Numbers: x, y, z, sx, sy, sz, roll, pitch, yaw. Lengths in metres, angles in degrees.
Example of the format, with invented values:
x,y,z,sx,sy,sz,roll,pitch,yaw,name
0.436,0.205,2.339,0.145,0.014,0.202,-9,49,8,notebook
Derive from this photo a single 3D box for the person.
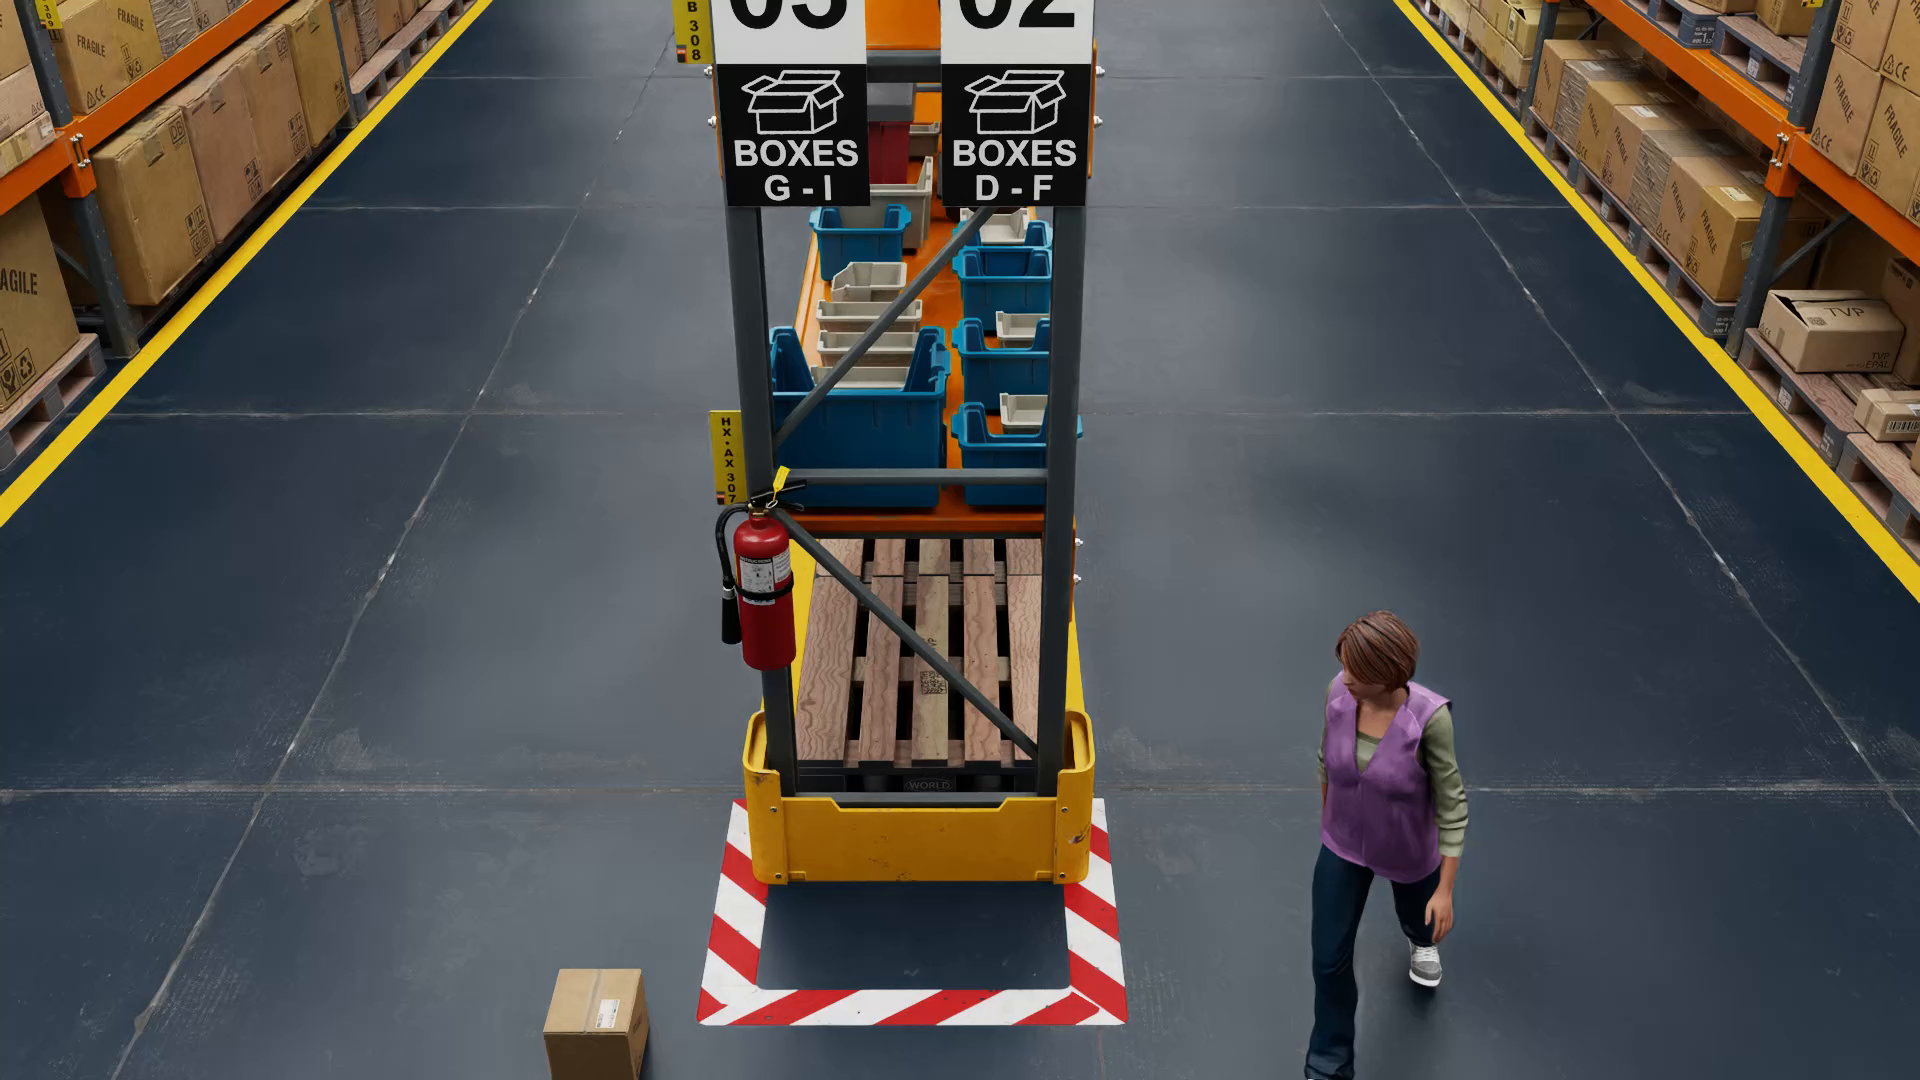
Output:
x,y,z,sx,sy,sz,roll,pitch,yaw,name
1.213,0.878,4.752,0.486,1.537,0.942,15,35,23,person
